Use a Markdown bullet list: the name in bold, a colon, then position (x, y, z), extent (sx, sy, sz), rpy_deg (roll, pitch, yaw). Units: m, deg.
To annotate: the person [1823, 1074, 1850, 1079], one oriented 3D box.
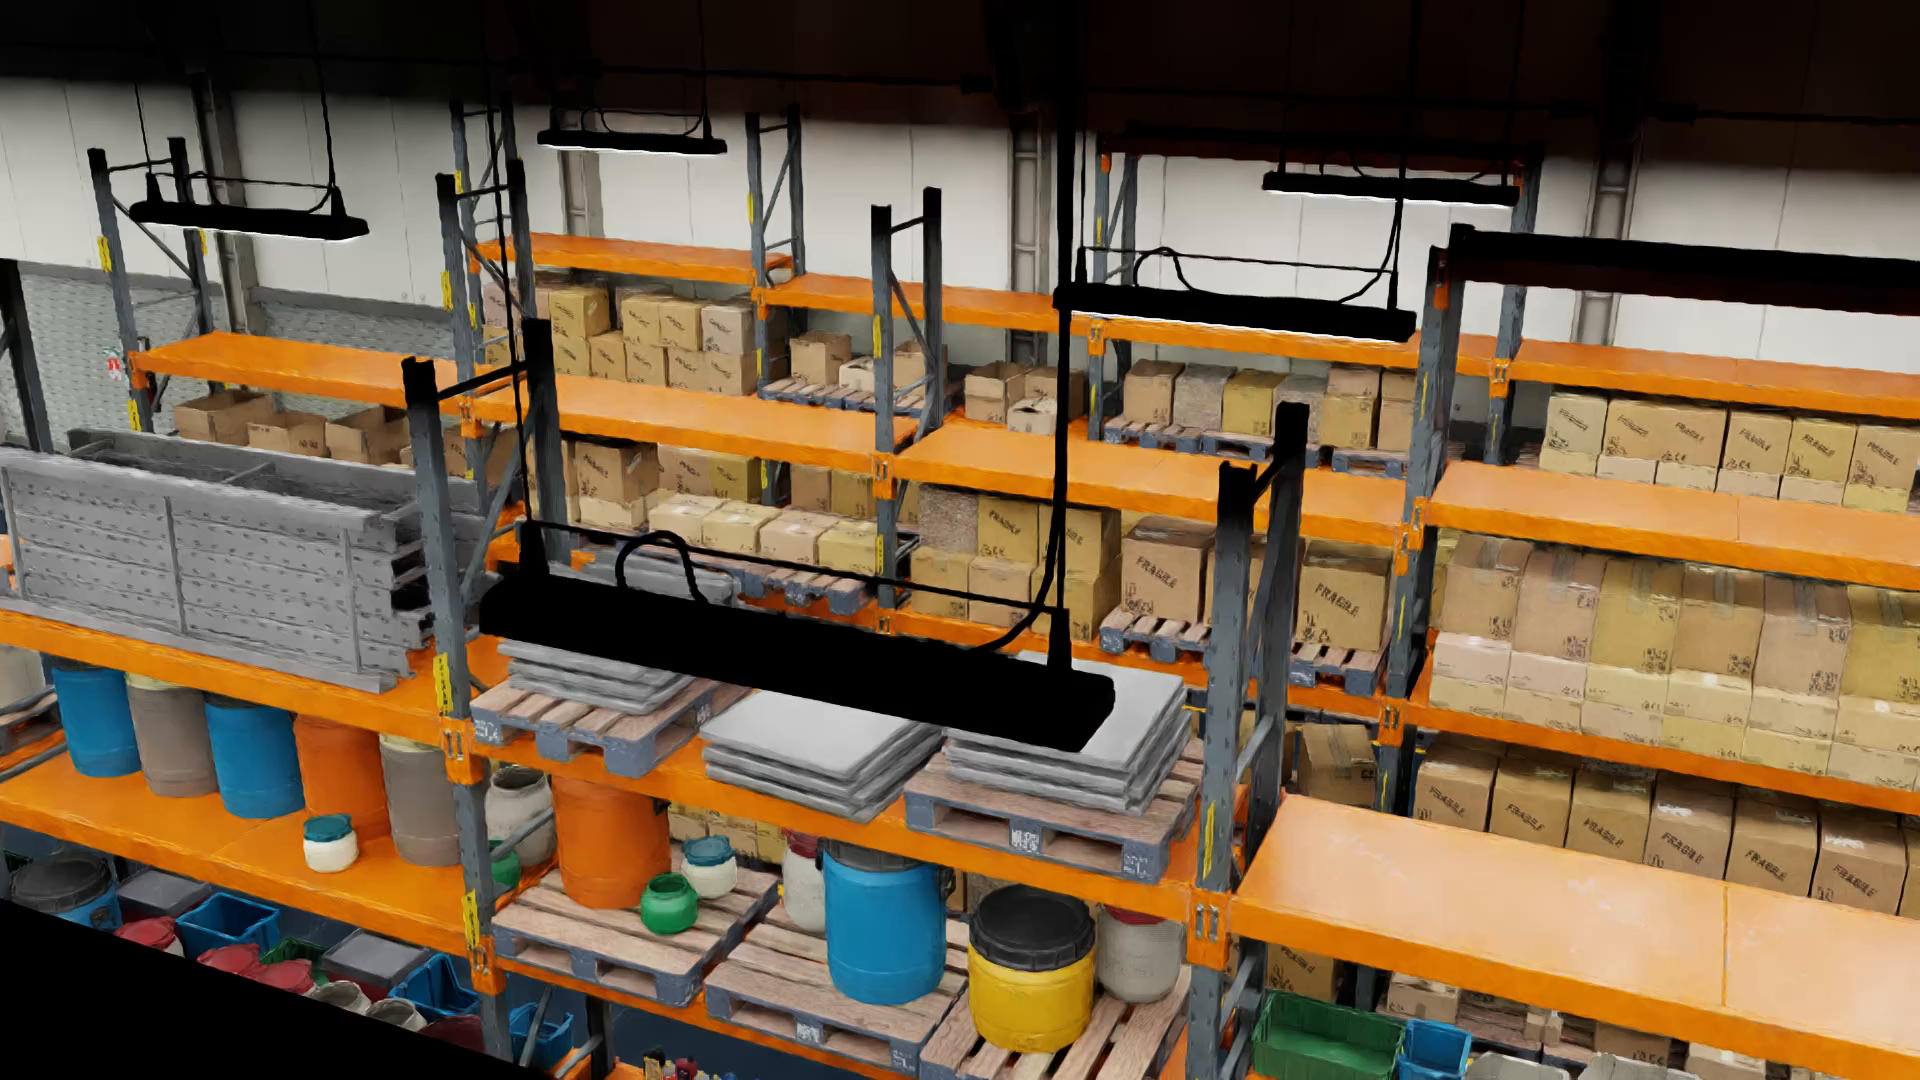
- **person**: position (5.419, 3.807, 10.307), extent (1.000, 1.563, 0.493), rpy_deg (8, 22, 21)
